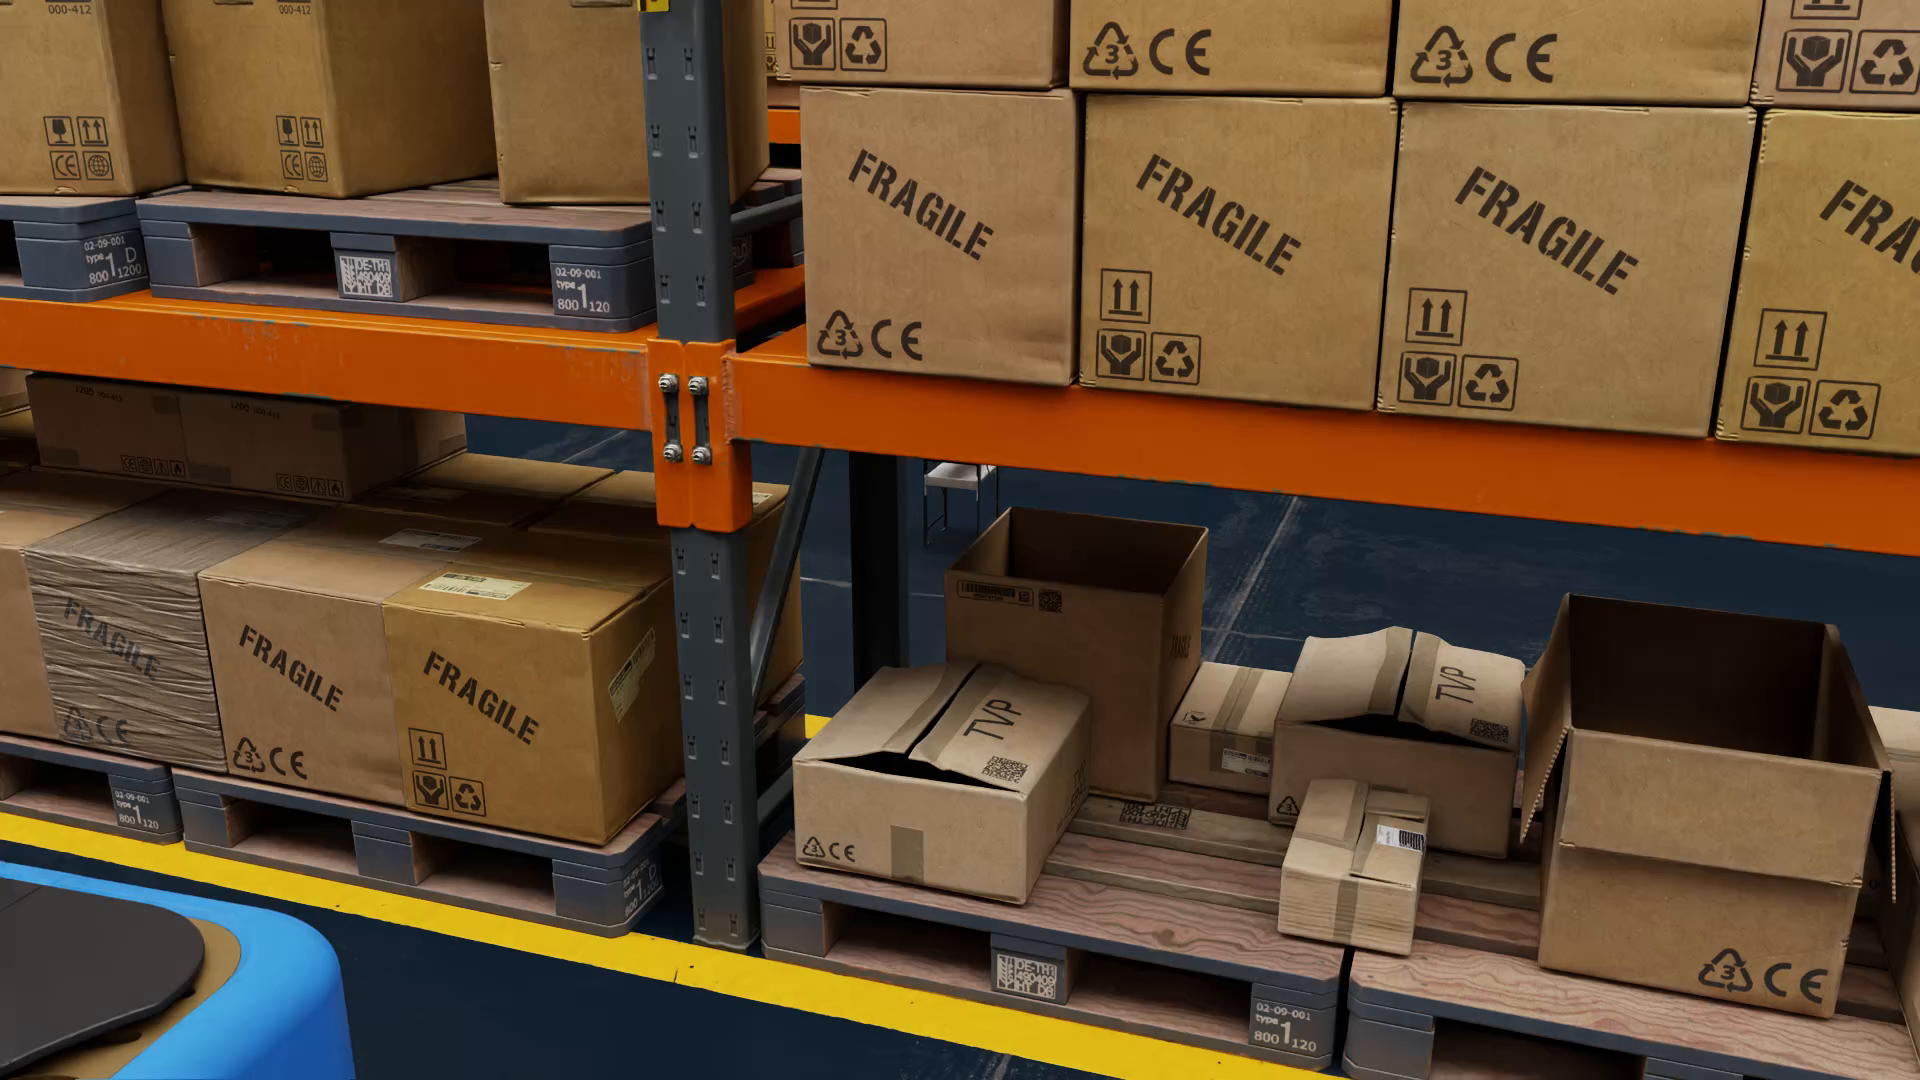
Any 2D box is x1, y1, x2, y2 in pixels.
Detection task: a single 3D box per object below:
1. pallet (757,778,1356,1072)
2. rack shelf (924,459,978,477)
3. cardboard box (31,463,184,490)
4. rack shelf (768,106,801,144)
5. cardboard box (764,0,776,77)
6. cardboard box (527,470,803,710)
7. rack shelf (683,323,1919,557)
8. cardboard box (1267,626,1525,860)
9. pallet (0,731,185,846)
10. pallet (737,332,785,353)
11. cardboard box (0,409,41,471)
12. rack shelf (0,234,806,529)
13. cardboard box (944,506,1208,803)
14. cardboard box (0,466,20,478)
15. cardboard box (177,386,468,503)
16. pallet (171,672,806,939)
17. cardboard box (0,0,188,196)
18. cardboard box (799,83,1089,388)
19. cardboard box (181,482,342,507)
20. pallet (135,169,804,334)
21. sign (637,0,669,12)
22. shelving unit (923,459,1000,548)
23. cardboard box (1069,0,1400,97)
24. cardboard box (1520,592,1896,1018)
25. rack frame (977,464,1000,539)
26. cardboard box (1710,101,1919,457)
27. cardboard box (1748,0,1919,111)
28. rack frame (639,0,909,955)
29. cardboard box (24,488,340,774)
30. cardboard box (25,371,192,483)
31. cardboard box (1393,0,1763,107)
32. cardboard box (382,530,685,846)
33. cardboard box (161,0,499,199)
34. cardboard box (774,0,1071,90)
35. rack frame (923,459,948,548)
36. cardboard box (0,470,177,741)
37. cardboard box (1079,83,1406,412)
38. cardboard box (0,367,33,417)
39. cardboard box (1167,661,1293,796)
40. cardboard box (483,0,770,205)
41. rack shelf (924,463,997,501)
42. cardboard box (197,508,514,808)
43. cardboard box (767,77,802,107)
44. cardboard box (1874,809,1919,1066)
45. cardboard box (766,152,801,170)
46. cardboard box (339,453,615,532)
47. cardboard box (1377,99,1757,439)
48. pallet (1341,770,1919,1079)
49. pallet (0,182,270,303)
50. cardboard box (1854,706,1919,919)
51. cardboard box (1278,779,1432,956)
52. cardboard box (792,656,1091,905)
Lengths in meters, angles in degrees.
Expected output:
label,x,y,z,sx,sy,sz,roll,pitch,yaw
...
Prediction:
label,x,y,z,sx,sy,sz,roll,pitch,yaw
pallet,0.297,0.697,3.757,1.213,0.211,1.003,7,20,18
rack shelf,0.008,-0.308,5.966,0.200,0.077,0.258,7,20,18
cardboard box,-2.183,-0.015,4.692,0.500,0.500,0.500,6,20,16
rack shelf,-0.619,-2.112,8.670,4.000,0.370,1.077,7,20,18
cardboard box,-0.679,-2.565,8.244,0.500,0.500,0.500,7,20,20
cardboard box,-0.729,0.150,4.218,0.500,0.500,0.500,6,20,16
rack shelf,1.538,-0.139,3.010,4.000,0.370,1.077,7,20,18
cardboard box,0.988,0.422,3.726,0.500,0.311,0.500,7,20,18
pallet,-2.289,0.415,4.566,1.213,0.211,1.003,7,20,18
pallet,-0.639,-1.110,8.939,1.213,0.211,1.003,7,20,18
cardboard box,-2.681,-0.070,4.849,0.500,0.500,0.500,6,20,16
rack shelf,-2.241,-0.571,4.250,4.000,0.370,1.077,7,20,18
cardboard box,0.280,0.251,3.927,0.500,0.500,0.500,7,20,18
cardboard box,-2.825,0.094,4.377,0.500,0.500,0.500,6,20,17
cardboard box,-1.673,-0.312,4.405,0.500,0.250,0.500,7,20,18
pallet,-1.132,0.546,4.189,1.213,0.211,1.003,7,20,18
cardboard box,-2.041,-1.112,3.919,0.500,0.500,0.700,1,19,4
cardboard box,0.040,-0.602,3.094,0.500,0.500,0.500,7,20,19
cardboard box,-1.706,0.039,4.535,0.500,0.500,0.500,7,20,19
pallet,-1.071,-0.724,3.888,1.213,0.211,1.003,7,20,18
sign,-0.530,-1.068,2.825,0.005,0.325,0.100,7,20,18
shelving unit,0.008,-0.424,5.926,0.210,0.900,0.258,7,20,18
cardboard box,0.489,-1.020,2.774,0.500,0.500,0.500,6,20,16
cardboard box,1.425,0.478,3.273,0.637,0.503,0.797,7,20,18
rack frame,0.104,-0.413,5.894,0.006,0.900,0.240,7,20,18
cardboard box,1.478,-0.439,2.625,0.500,0.500,0.500,6,20,17
cardboard box,1.462,-0.909,2.455,0.500,0.500,0.500,7,20,20
rack frame,-0.352,-0.695,3.512,0.127,3.000,1.000,7,20,18
cardboard box,-1.850,0.203,4.065,0.500,0.500,0.500,7,20,19
cardboard box,-2.147,-0.366,4.560,0.500,0.250,0.500,6,20,17
cardboard box,0.974,-0.964,2.615,0.500,0.500,0.500,6,20,16
cardboard box,-0.912,0.314,3.748,0.500,0.500,0.500,6,20,18
cardboard box,-1.396,-1.115,3.929,0.500,0.500,0.700,10,22,27
cardboard box,0.001,-1.076,2.934,0.500,0.500,0.500,7,20,19
rack frame,-0.088,-0.435,5.957,0.006,0.900,0.240,7,20,18
cardboard box,-2.331,0.149,4.220,0.500,0.500,0.500,6,20,16
cardboard box,0.525,-0.548,2.939,0.500,0.500,0.500,7,20,19
cardboard box,-3.115,-0.475,4.873,0.500,0.250,0.500,7,21,20
cardboard box,0.654,0.439,3.922,0.250,0.149,0.380,7,20,18
cardboard box,-0.726,-1.061,3.773,0.500,0.500,0.700,0,19,0
rack shelf,0.008,-0.223,5.996,0.200,0.077,0.258,7,20,18
cardboard box,-1.376,0.258,3.909,0.500,0.500,0.500,7,20,18
cardboard box,-0.820,-2.288,8.435,0.250,0.149,0.380,7,20,18
cardboard box,1.945,0.734,2.922,0.500,0.250,0.500,7,20,18
cardboard box,-1.031,-1.634,8.834,0.750,0.750,0.750,6,20,18
cardboard box,-1.236,0.096,4.373,0.500,0.500,0.500,7,20,19
cardboard box,0.997,-0.493,2.782,0.500,0.500,0.500,6,20,18
pallet,1.453,0.828,3.381,1.213,0.211,1.003,7,20,18
pallet,-2.292,-0.827,4.184,1.213,0.211,1.003,7,20,18
cardboard box,2.062,0.573,3.384,0.500,0.250,0.500,7,20,18
cardboard box,0.794,0.638,3.324,0.250,0.166,0.380,7,20,18
cardboard box,-0.026,0.480,3.559,0.500,0.311,0.500,7,20,18
